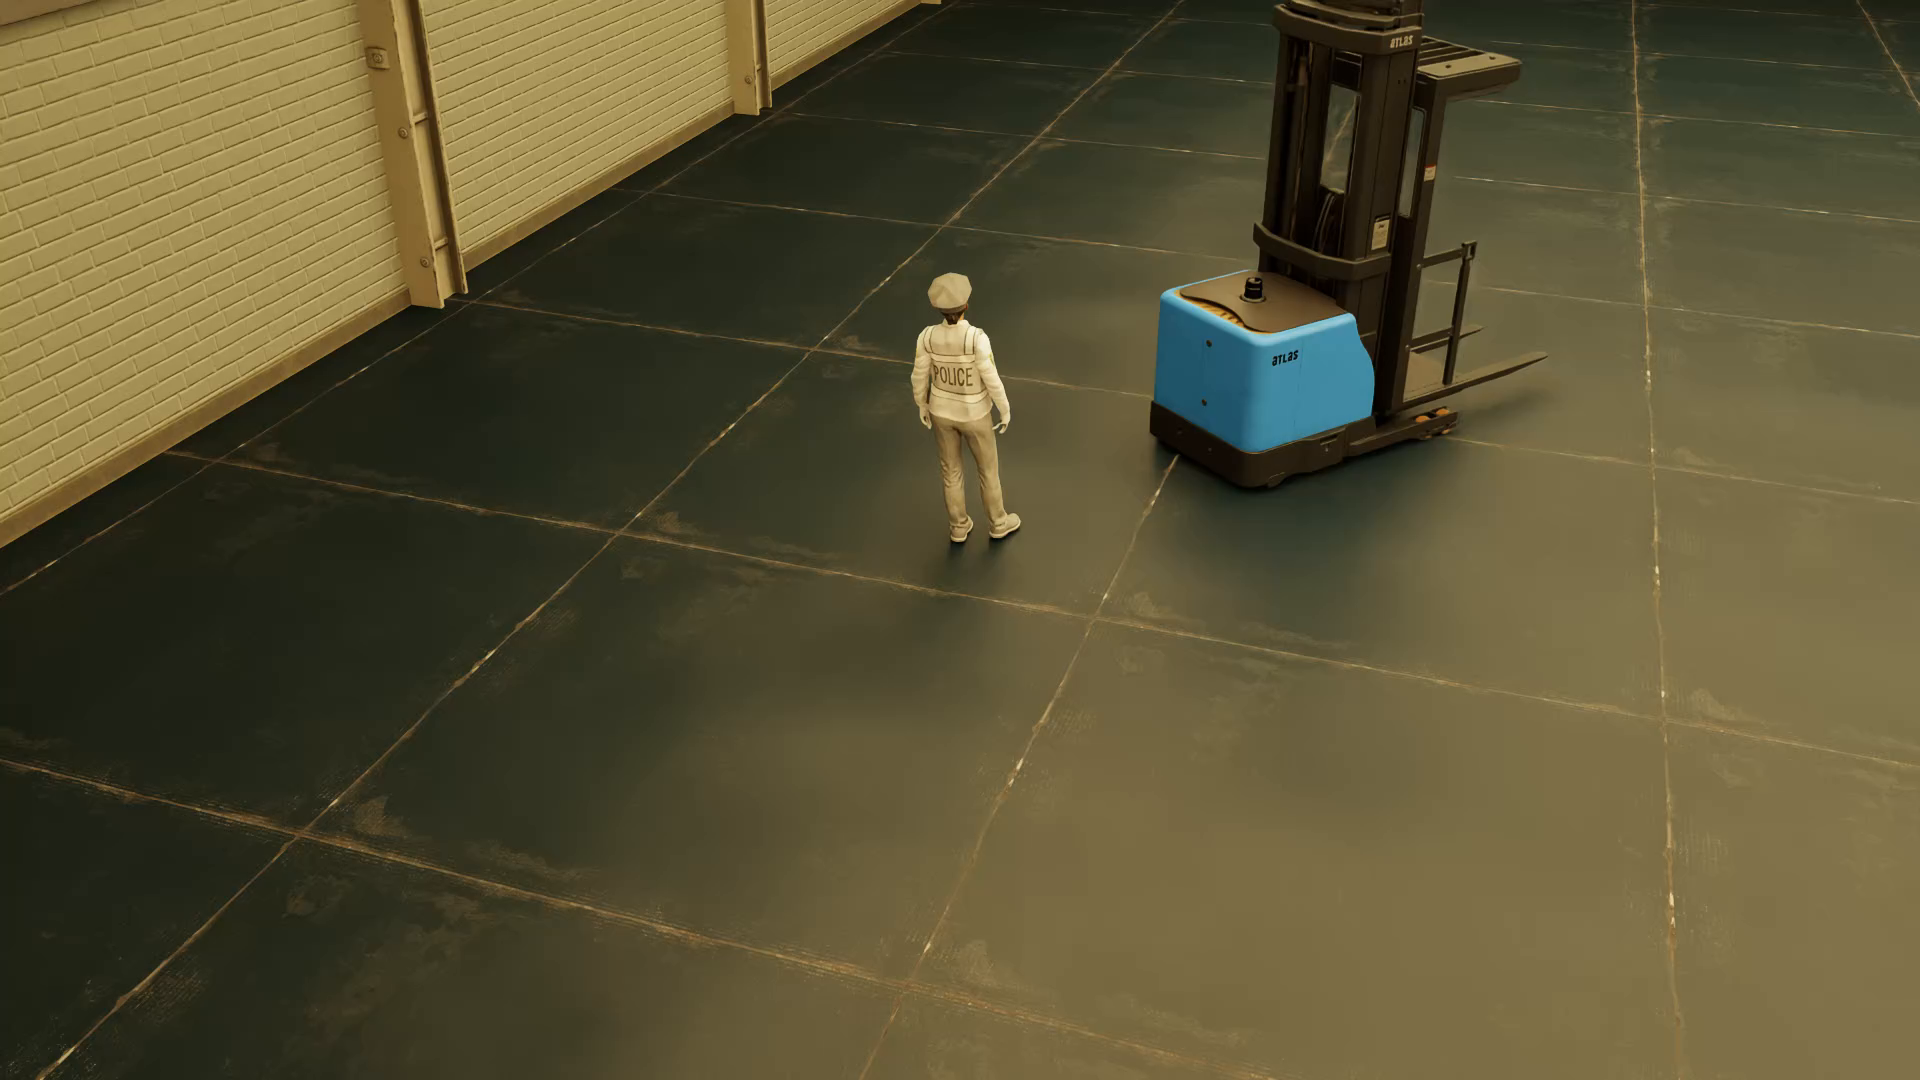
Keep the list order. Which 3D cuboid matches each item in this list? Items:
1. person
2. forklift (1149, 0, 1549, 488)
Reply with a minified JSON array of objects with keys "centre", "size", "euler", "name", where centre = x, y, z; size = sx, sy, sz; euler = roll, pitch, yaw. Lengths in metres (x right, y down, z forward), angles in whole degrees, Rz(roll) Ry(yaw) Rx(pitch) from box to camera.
[{"centre":[0.028,-0.773,9.726],"size":[0.588,1.696,0.533],"euler":[10,31,16],"name":"person"},{"centre":[2.797,-2.150,10.909],"size":[3.031,2.935,1.130],"euler":[-18,34,-28],"name":"forklift"}]
